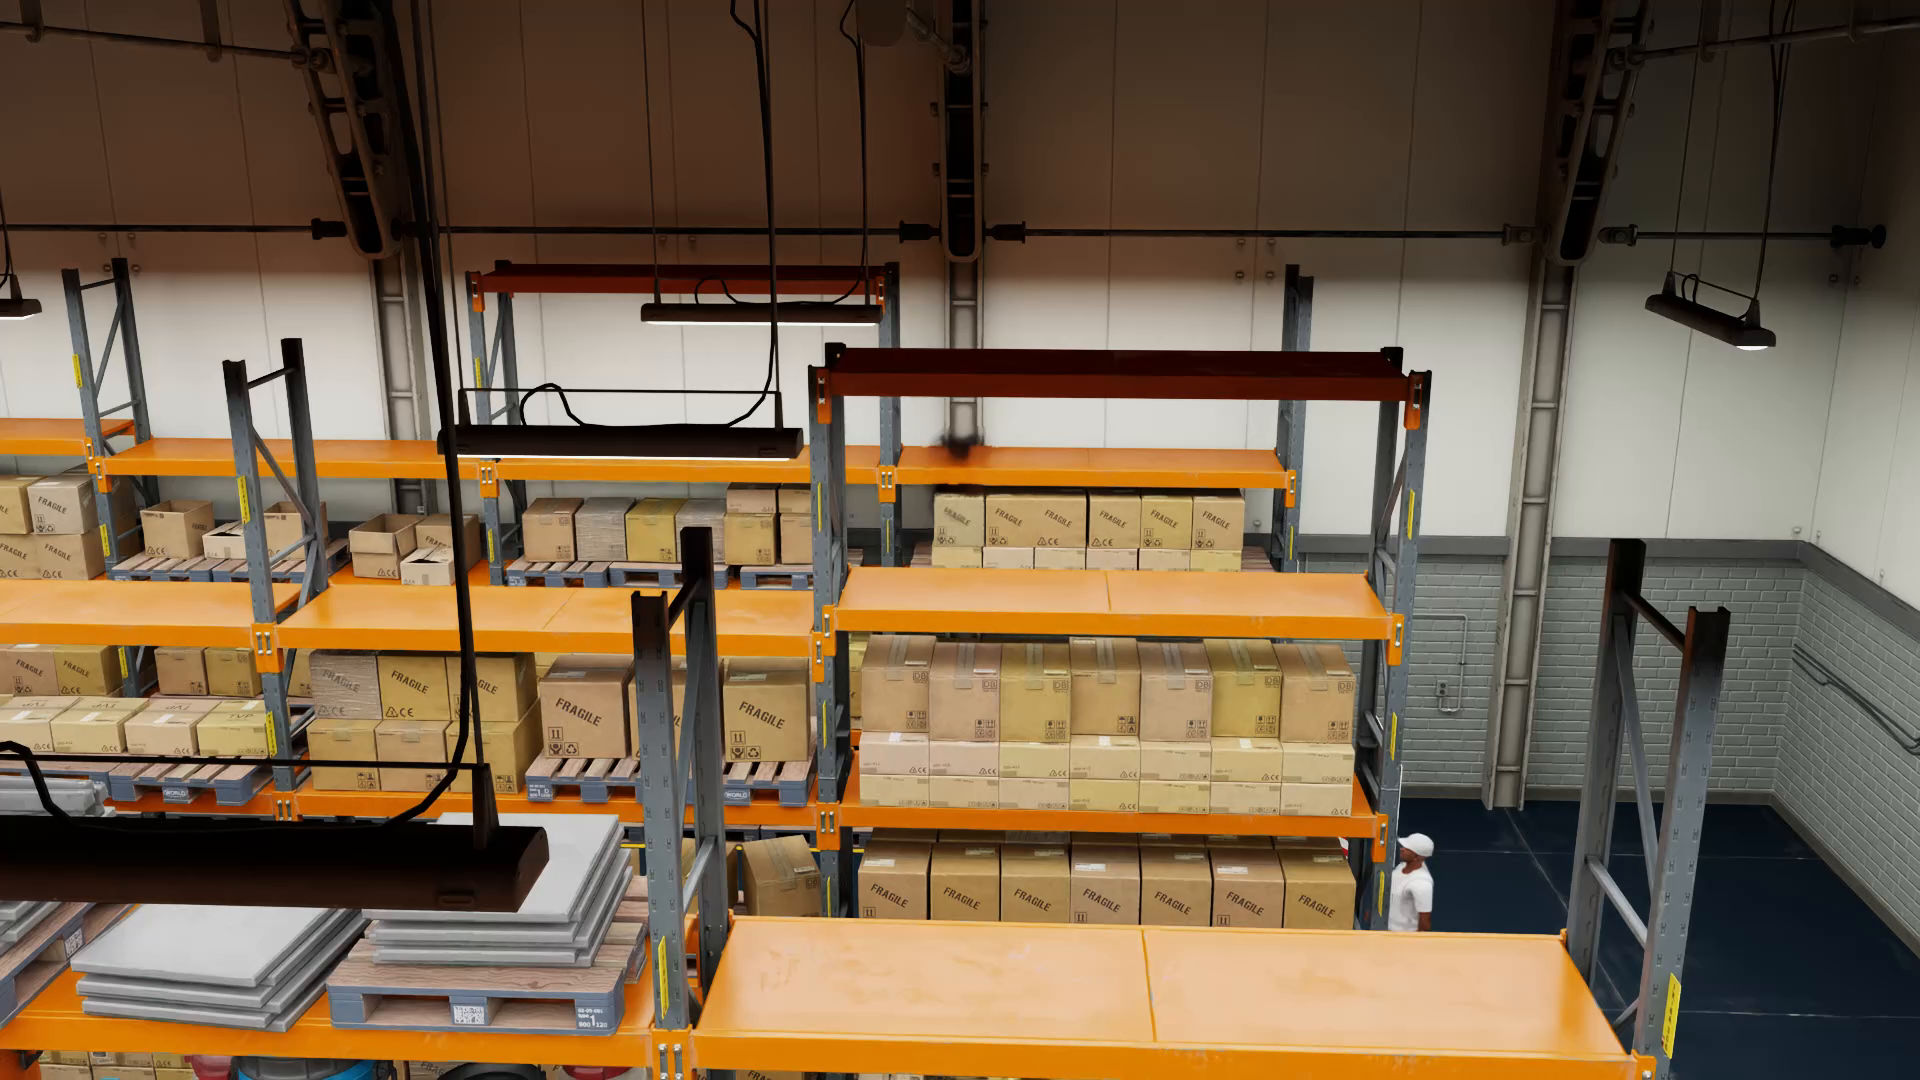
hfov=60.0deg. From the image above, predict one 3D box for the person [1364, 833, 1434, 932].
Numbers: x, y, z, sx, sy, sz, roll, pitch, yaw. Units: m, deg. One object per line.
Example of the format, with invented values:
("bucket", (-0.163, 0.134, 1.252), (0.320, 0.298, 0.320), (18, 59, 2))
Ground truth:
("person", (3.702, 3.283, 14.161), (0.971, 1.722, 0.658), (-4, 17, -15))
